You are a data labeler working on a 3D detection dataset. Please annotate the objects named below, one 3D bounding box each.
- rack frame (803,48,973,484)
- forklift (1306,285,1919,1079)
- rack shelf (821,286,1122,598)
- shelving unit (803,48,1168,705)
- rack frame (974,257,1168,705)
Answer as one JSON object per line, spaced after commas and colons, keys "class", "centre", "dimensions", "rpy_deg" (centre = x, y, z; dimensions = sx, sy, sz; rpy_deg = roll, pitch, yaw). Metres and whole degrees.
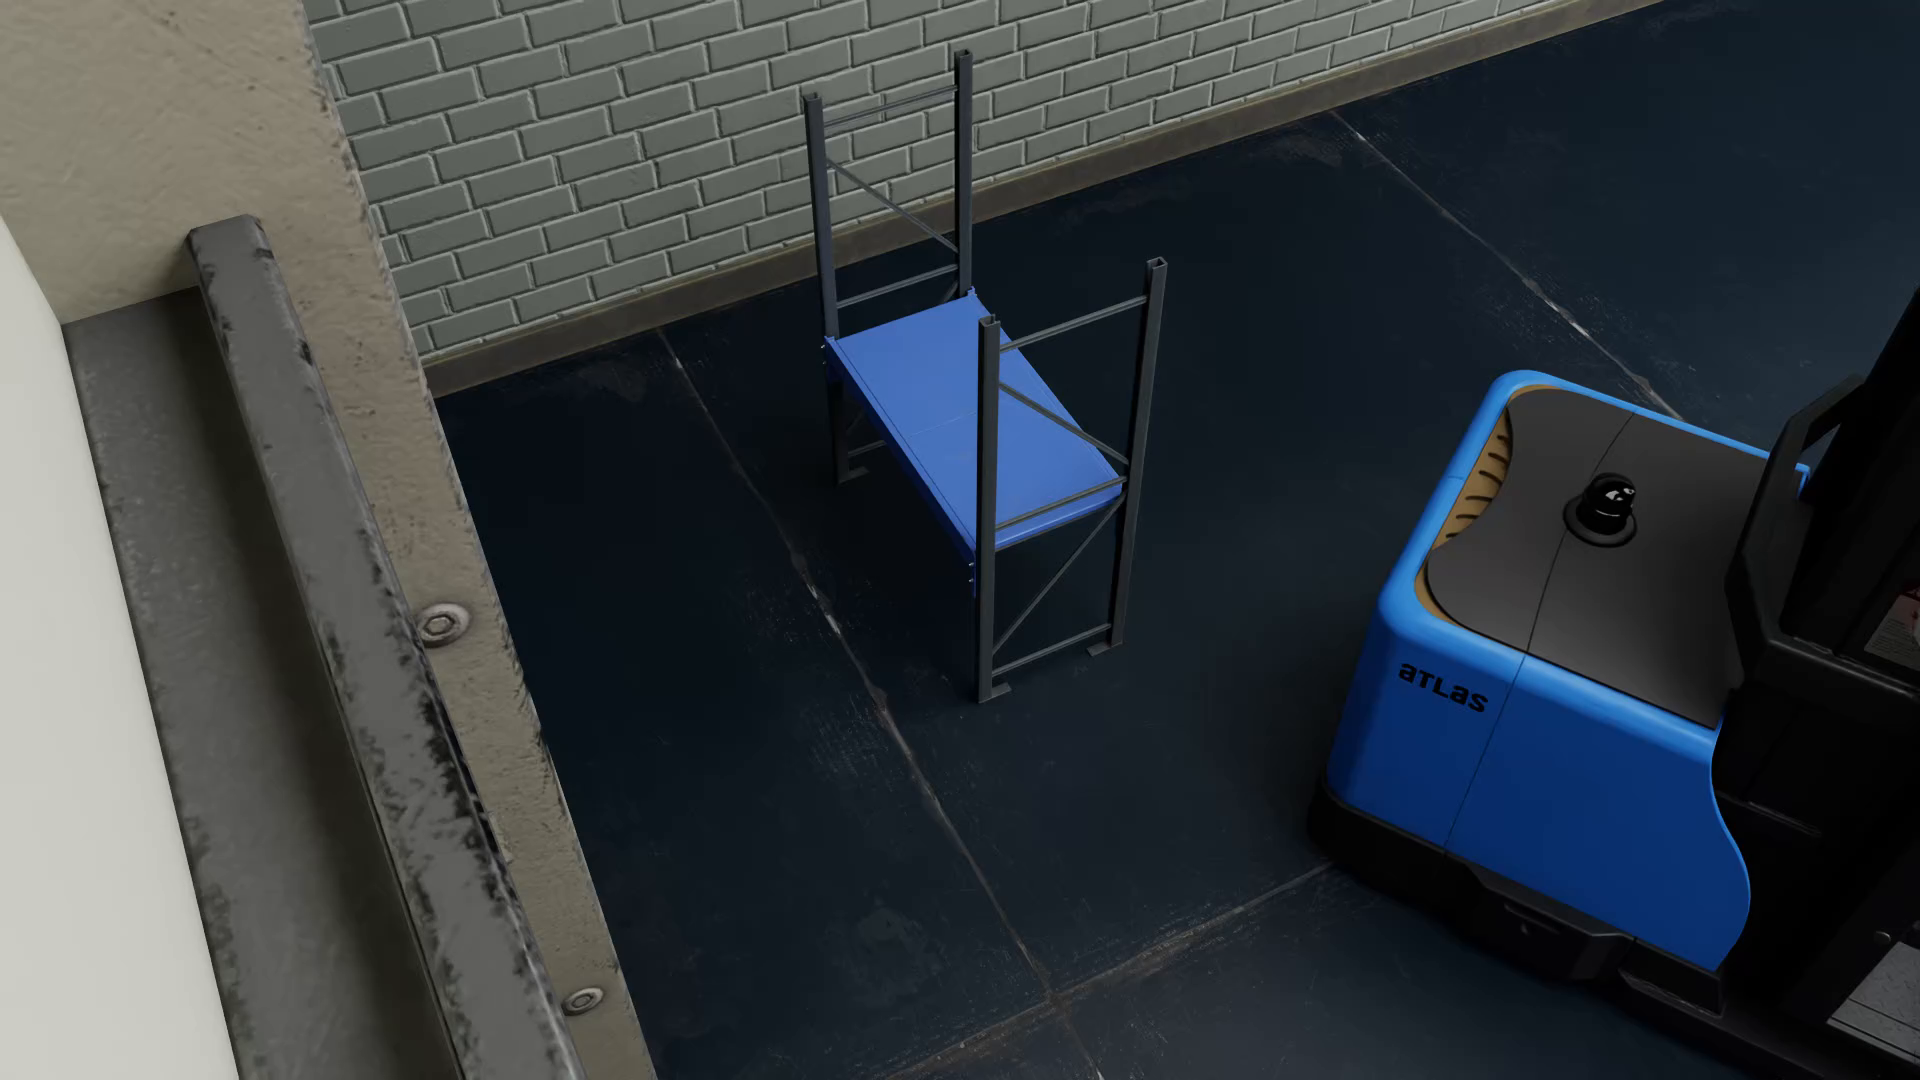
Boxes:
{"class": "rack frame", "centre": [-0.194, -0.777, 5.100], "dimensions": [0.500, 1.500, 0.032], "rpy_deg": [-21, 52, -18]}
{"class": "forklift", "centre": [2.498, 0.140, 3.348], "dimensions": [3.031, 2.935, 1.130], "rpy_deg": [24, 53, 19]}
{"class": "rack shelf", "centre": [0.039, -0.318, 4.938], "dimensions": [0.538, 0.185, 1.000], "rpy_deg": [-21, 52, -18]}
{"class": "shelving unit", "centre": [0.039, -0.437, 4.803], "dimensions": [0.538, 1.500, 1.048], "rpy_deg": [-21, 52, -18]}
{"class": "rack frame", "centre": [0.272, -0.096, 4.505], "dimensions": [0.500, 1.500, 0.032], "rpy_deg": [-21, 52, -18]}
